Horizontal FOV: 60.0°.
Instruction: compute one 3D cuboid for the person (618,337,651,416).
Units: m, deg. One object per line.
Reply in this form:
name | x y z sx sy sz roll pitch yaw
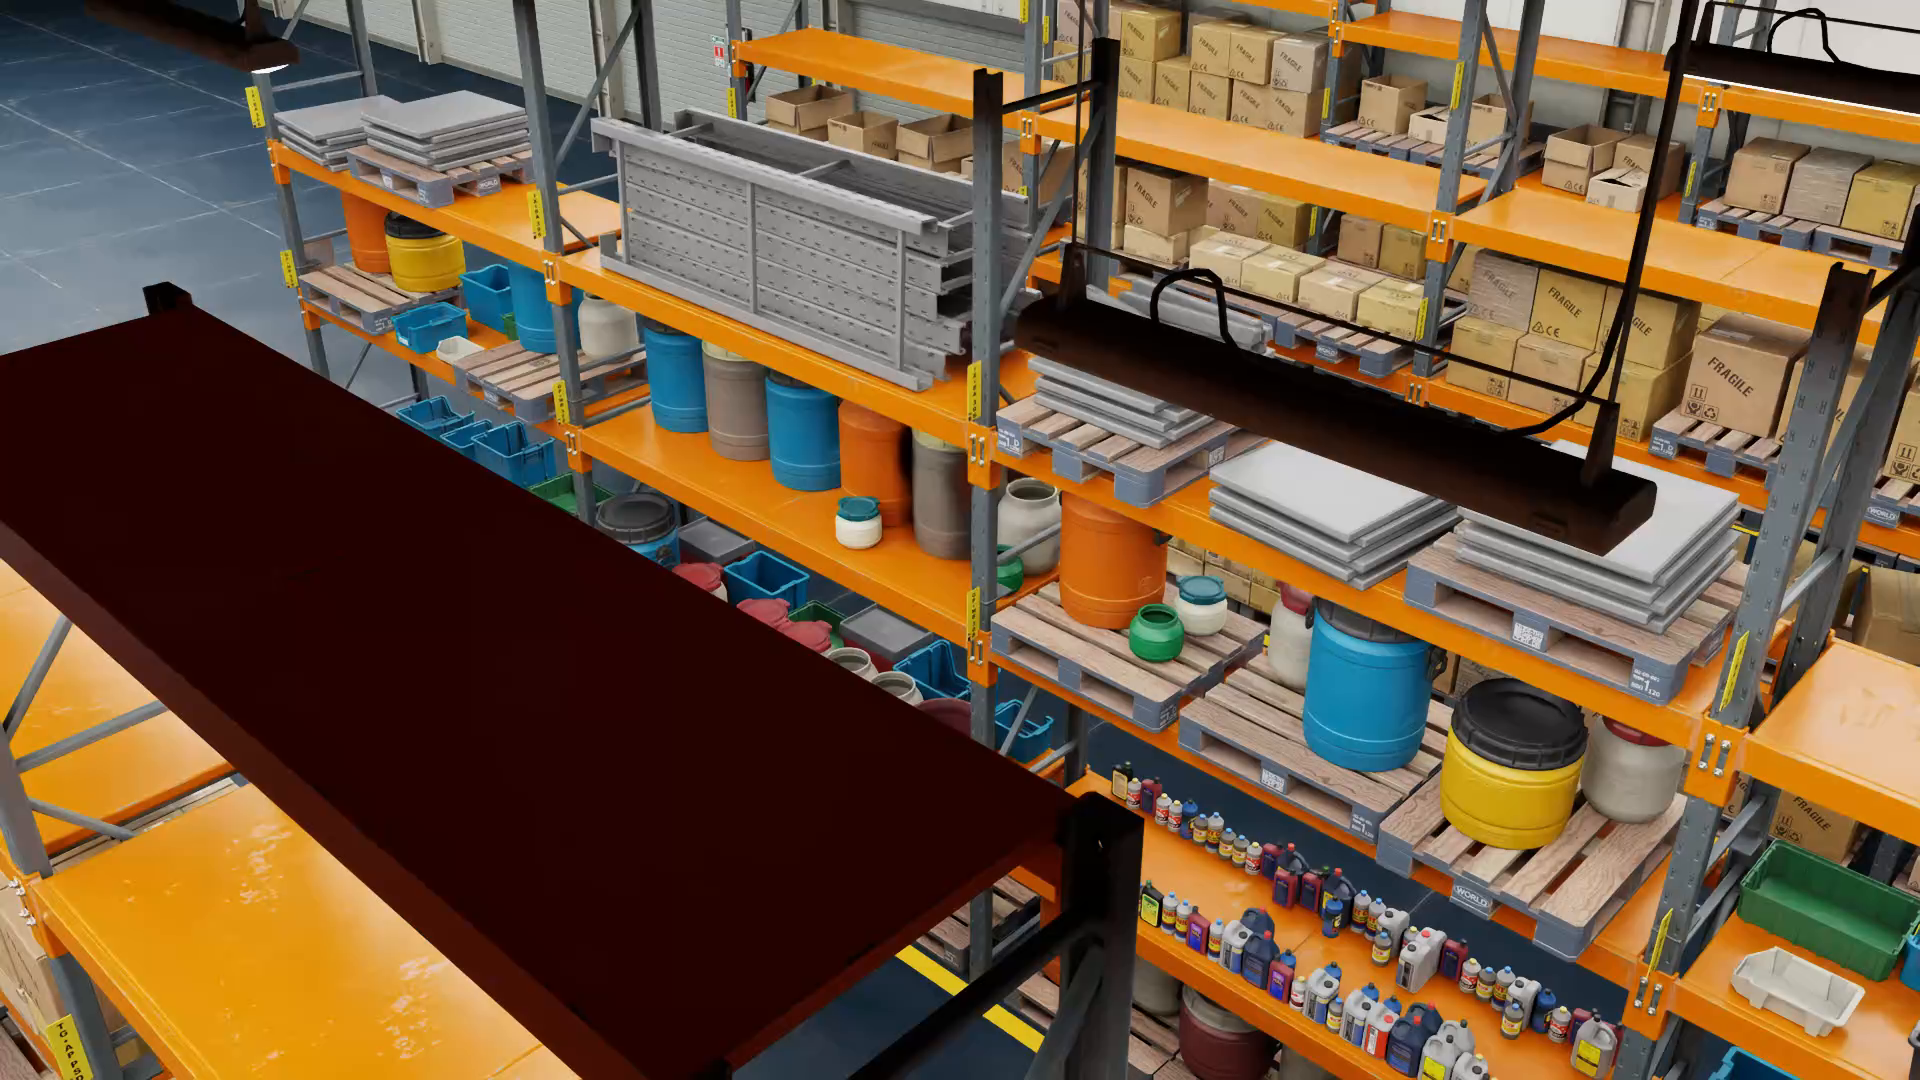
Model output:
person | -3.301 -1.432 17.067 0.492 1.658 0.475 -9 31 -16
